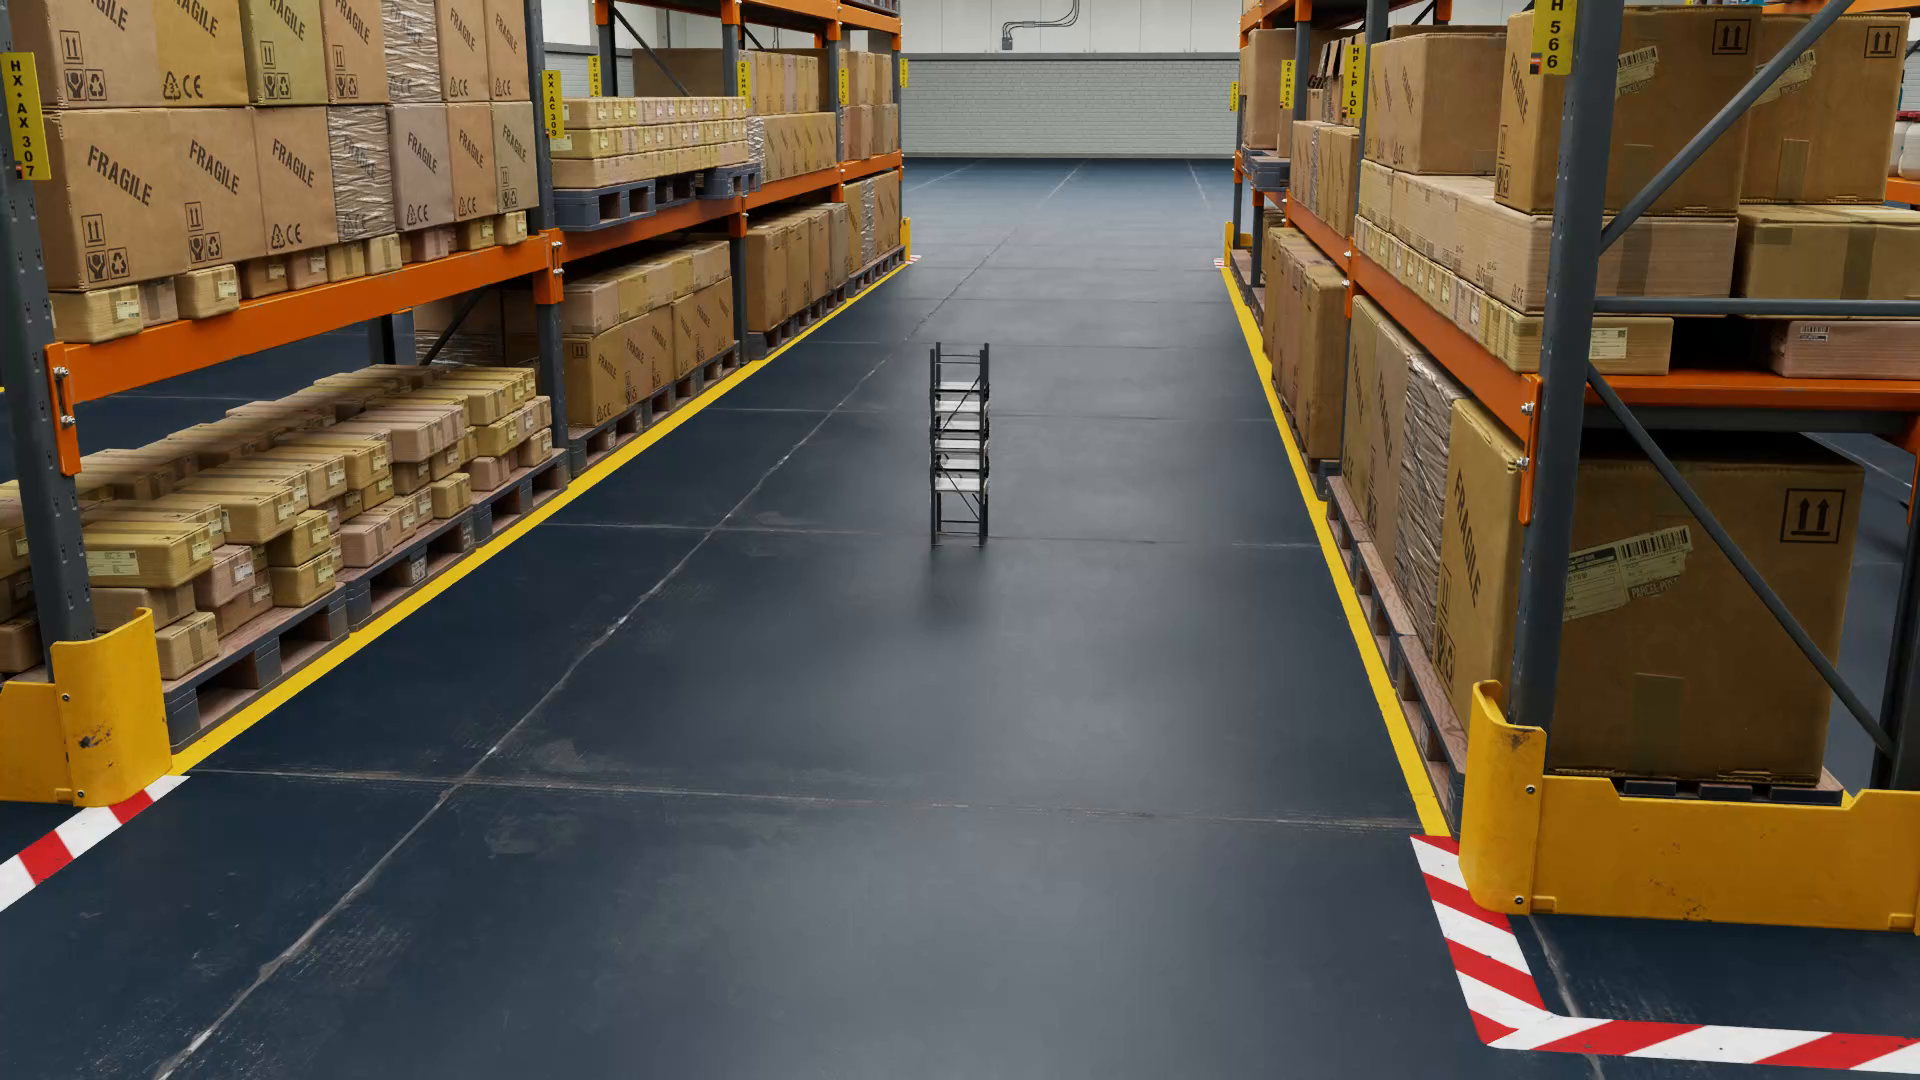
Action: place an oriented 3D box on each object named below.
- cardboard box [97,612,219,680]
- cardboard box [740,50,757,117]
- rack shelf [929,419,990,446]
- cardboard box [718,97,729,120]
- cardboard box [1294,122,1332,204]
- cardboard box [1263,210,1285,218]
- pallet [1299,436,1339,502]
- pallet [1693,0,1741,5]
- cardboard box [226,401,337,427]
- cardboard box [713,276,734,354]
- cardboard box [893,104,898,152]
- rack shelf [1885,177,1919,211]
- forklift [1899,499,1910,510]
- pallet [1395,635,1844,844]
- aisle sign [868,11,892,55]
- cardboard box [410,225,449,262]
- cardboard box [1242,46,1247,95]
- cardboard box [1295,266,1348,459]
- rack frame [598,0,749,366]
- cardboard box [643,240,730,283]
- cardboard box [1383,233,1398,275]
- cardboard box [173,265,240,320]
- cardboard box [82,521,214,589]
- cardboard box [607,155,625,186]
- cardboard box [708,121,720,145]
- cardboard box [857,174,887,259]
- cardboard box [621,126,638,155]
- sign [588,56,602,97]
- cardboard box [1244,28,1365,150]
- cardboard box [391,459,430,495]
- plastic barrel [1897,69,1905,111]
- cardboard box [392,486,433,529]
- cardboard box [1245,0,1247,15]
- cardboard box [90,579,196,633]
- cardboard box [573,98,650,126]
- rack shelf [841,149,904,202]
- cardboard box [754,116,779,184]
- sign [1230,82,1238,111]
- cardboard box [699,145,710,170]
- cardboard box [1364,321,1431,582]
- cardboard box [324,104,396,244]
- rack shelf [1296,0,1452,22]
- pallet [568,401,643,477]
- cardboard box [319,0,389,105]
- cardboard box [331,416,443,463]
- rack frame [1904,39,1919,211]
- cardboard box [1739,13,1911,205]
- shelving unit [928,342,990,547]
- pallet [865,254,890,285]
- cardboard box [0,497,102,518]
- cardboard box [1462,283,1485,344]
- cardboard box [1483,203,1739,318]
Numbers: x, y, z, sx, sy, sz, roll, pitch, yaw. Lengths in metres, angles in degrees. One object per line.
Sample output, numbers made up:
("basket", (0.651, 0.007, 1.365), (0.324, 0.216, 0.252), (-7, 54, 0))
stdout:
("cardboard box", (-2.631, 0.332, 5.345), (0.380, 0.149, 0.250), (2, 15, 7))
("cardboard box", (-1.990, -3.568, 13.004), (0.700, 0.500, 0.500), (1, 15, 5))
("rack shelf", (-0.001, -0.487, 7.522), (0.258, 0.077, 0.200), (2, 15, 6))
("cardboard box", (-1.766, -2.885, 11.122), (0.380, 0.149, 0.250), (2, 15, 8))
("cardboard box", (2.430, -2.414, 10.651), (0.500, 0.500, 0.500), (1, 15, 5))
("cardboard box", (3.593, -3.371, 18.366), (0.500, 0.500, 0.500), (6, 16, 21))
("pallet", (2.372, -0.436, 8.872), (1.003, 0.211, 1.213), (2, 15, 6))
("pallet", (8.444, -5.692, 17.580), (1.003, 0.211, 1.213), (2, 15, 6))
("cardboard box", (-2.988, -0.514, 7.335), (0.380, 0.149, 0.250), (2, 15, 7))
("cardboard box", (-1.920, -1.608, 11.845), (0.500, 0.500, 0.500), (2, 15, 6))
("cardboard box", (-1.200, -4.840, 19.526), (0.875, 0.550, 0.550), (2, 15, 6))
("rack shelf", (7.958, -2.643, 13.069), (1.077, 0.370, 4.000), (2, 15, 6))
("forklift", (4.440, -0.981, 5.675), (1.130, 2.935, 3.031), (1, 15, 4))
("pallet", (1.921, 0.594, 5.062), (1.003, 0.211, 1.213), (2, 15, 6))
("aisle sign", (-0.897, -6.129, 19.602), (0.394, 0.787, 0.004), (2, 15, 6))
("cardboard box", (-2.422, -1.275, 7.113), (0.380, 0.149, 0.250), (1, 15, 4))
("cardboard box", (3.262, -4.973, 17.630), (0.500, 0.500, 0.500), (2, 15, 6))
("cardboard box", (2.412, -0.924, 8.598), (1.225, 0.875, 0.875), (2, 15, 6))
("rack frame", (-2.106, -2.790, 12.233), (1.000, 3.000, 0.127), (2, 15, 6))
("cardboard box", (-1.923, -1.963, 11.722), (0.500, 0.250, 0.500), (1, 15, 5))
("cardboard box", (1.880, -1.121, 6.542), (0.380, 0.149, 0.250), (1, 15, 5))
("cardboard box", (-2.575, -0.804, 5.368), (0.380, 0.149, 0.250), (1, 15, 5))
("cardboard box", (-2.612, 0.045, 5.265), (0.380, 0.149, 0.250), (1, 15, 4))
("cardboard box", (-2.030, -1.995, 8.969), (0.380, 0.149, 0.250), (2, 15, 7))
("cardboard box", (-1.794, -2.671, 10.900), (0.380, 0.149, 0.250), (2, 15, 6))
("cardboard box", (-1.311, -3.636, 18.627), (0.875, 0.875, 0.875), (1, 15, 5))
("cardboard box", (-2.000, -2.200, 9.160), (0.380, 0.149, 0.250), (2, 15, 8))
("sign", (-2.658, -3.364, 12.139), (0.100, 0.325, 0.005), (2, 15, 6))
("cardboard box", (3.034, -3.945, 14.553), (1.000, 1.000, 1.000), (2, 15, 7))
("cardboard box", (-2.493, -0.293, 7.087), (0.380, 0.149, 0.250), (1, 15, 4))
("plastic barrel", (7.839, -3.660, 14.490), (0.600, 0.901, 0.708), (2, 15, 6))
("cardboard box", (-2.476, -0.133, 7.065), (0.380, 0.149, 0.250), (2, 15, 7))
("cardboard box", (3.350, -5.817, 17.968), (0.500, 0.250, 0.500), (1, 15, 5))
("cardboard box", (-2.694, 0.187, 5.313), (0.380, 0.149, 0.250), (2, 15, 9))
("cardboard box", (-1.968, -2.413, 9.377), (0.380, 0.149, 0.250), (1, 15, 6))
("rack shelf", (-1.429, -3.999, 18.082), (1.077, 0.370, 4.000), (2, 15, 6))
("cardboard box", (-1.732, -3.079, 13.109), (0.500, 0.500, 0.500), (2, 15, 6))
("sign", (3.175, -5.126, 19.215), (0.100, 0.325, 0.005), (2, 15, 6))
("cardboard box", (-1.824, -2.464, 10.706), (0.380, 0.149, 0.250), (1, 15, 4))
("cardboard box", (2.104, -0.355, 6.494), (0.875, 0.875, 0.875), (2, 15, 6))
("cardboard box", (-2.529, -1.414, 6.383), (0.500, 0.500, 0.500), (1, 15, 5))
("rack shelf", (2.585, -3.200, 9.380), (1.077, 0.370, 4.000), (2, 15, 6))
("pallet", (-2.471, -0.608, 9.507), (1.003, 0.211, 1.213), (2, 15, 6))
("cardboard box", (-2.509, -1.896, 6.249), (0.500, 0.500, 0.500), (1, 15, 4))
("cardboard box", (-2.413, -0.426, 7.007), (0.380, 0.149, 0.250), (1, 15, 4))
("rack frame", (8.184, -3.509, 14.893), (1.000, 3.000, 0.127), (2, 15, 6))
("cardboard box", (2.287, -1.222, 4.716), (0.500, 0.500, 0.500), (1, 15, 5))
("shelving unit", (-0.001, -0.432, 7.537), (0.258, 0.900, 0.210), (2, 15, 6))
("pallet", (-1.356, -2.993, 18.328), (1.003, 0.211, 1.213), (2, 15, 6))
("cardboard box", (-3.115, -0.037, 5.570), (0.380, 0.149, 0.250), (2, 15, 7))
("cardboard box", (1.678, -0.656, 4.824), (0.380, 0.149, 0.250), (2, 15, 6))
("cardboard box", (1.699, -0.747, 4.397), (0.500, 0.250, 0.500), (1, 15, 5))
